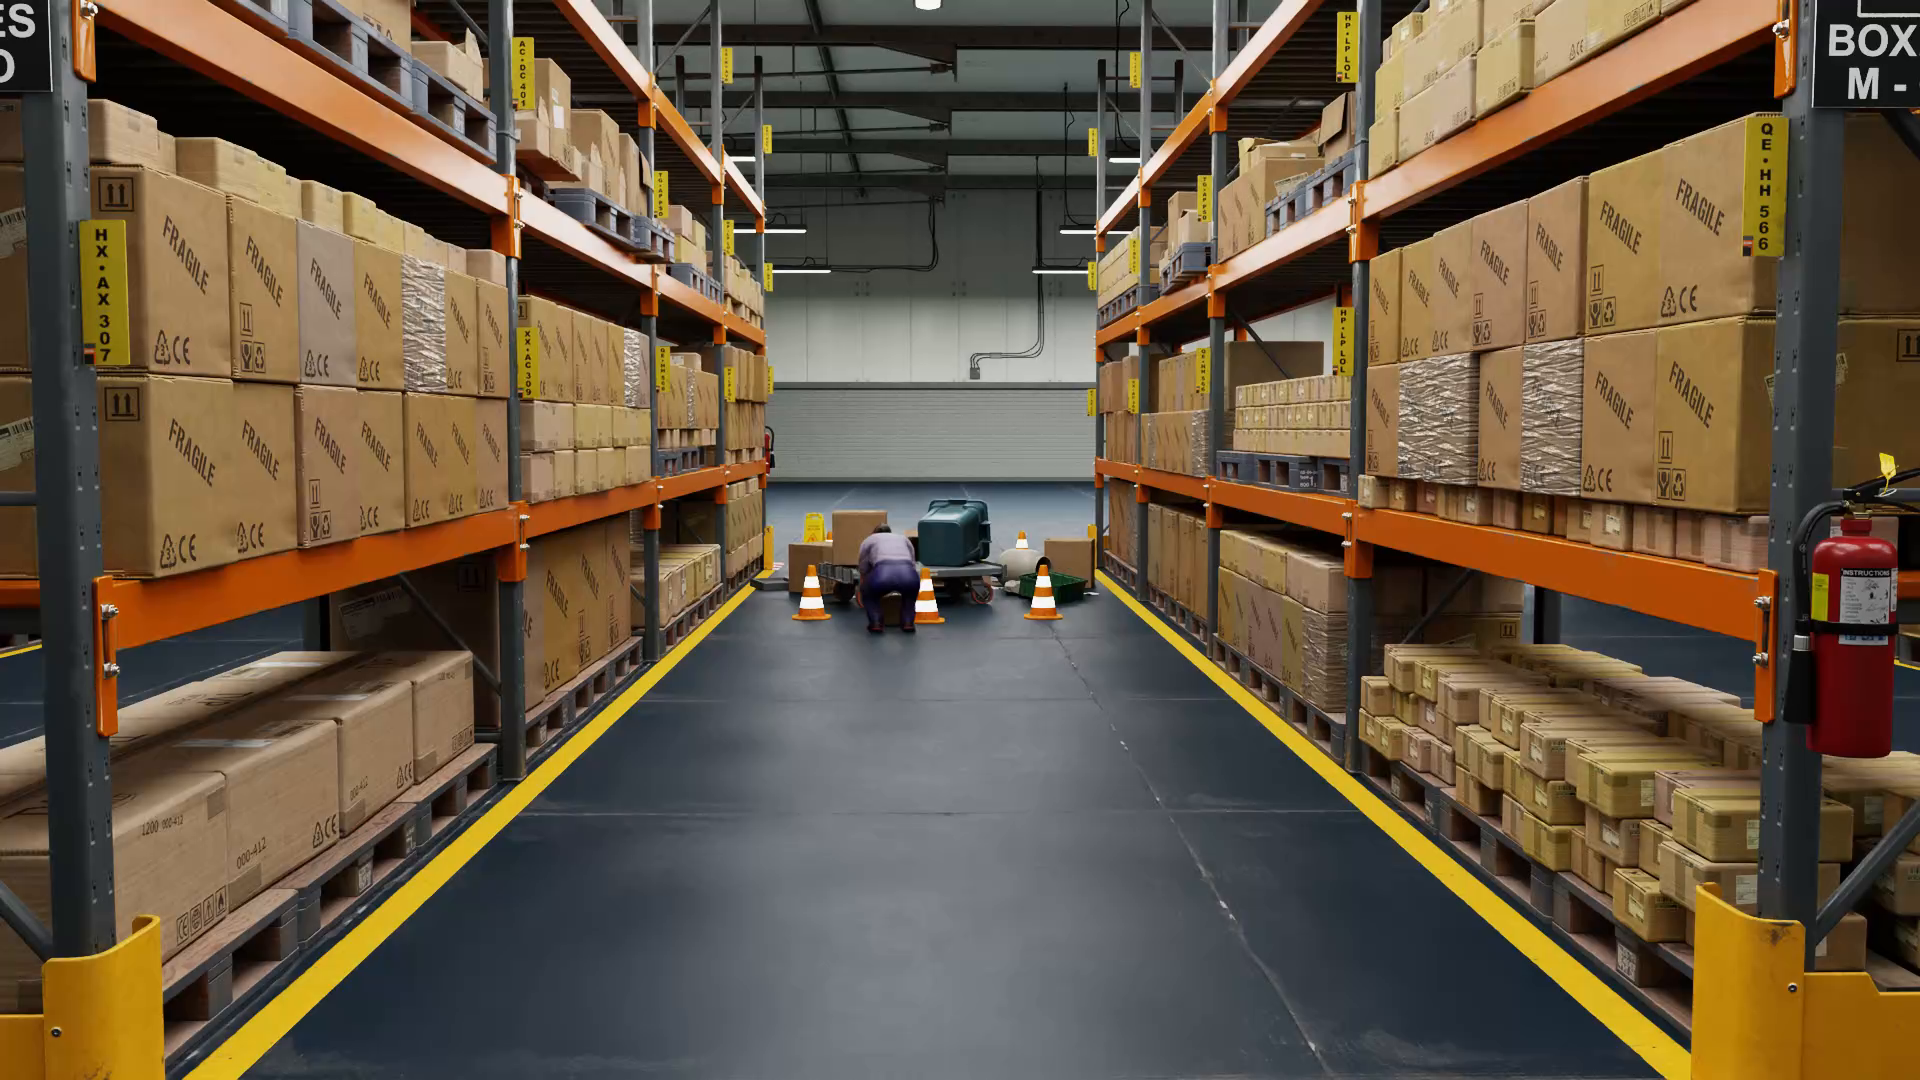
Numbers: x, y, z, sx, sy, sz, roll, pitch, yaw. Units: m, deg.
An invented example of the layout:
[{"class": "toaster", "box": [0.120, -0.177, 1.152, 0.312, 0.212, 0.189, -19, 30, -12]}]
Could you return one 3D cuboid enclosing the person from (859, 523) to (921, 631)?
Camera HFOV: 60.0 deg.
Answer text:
[{"class": "person", "box": [-0.582, 0.314, 13.819, 0.509, 0.868, 0.831, 0, 4, -5]}]
